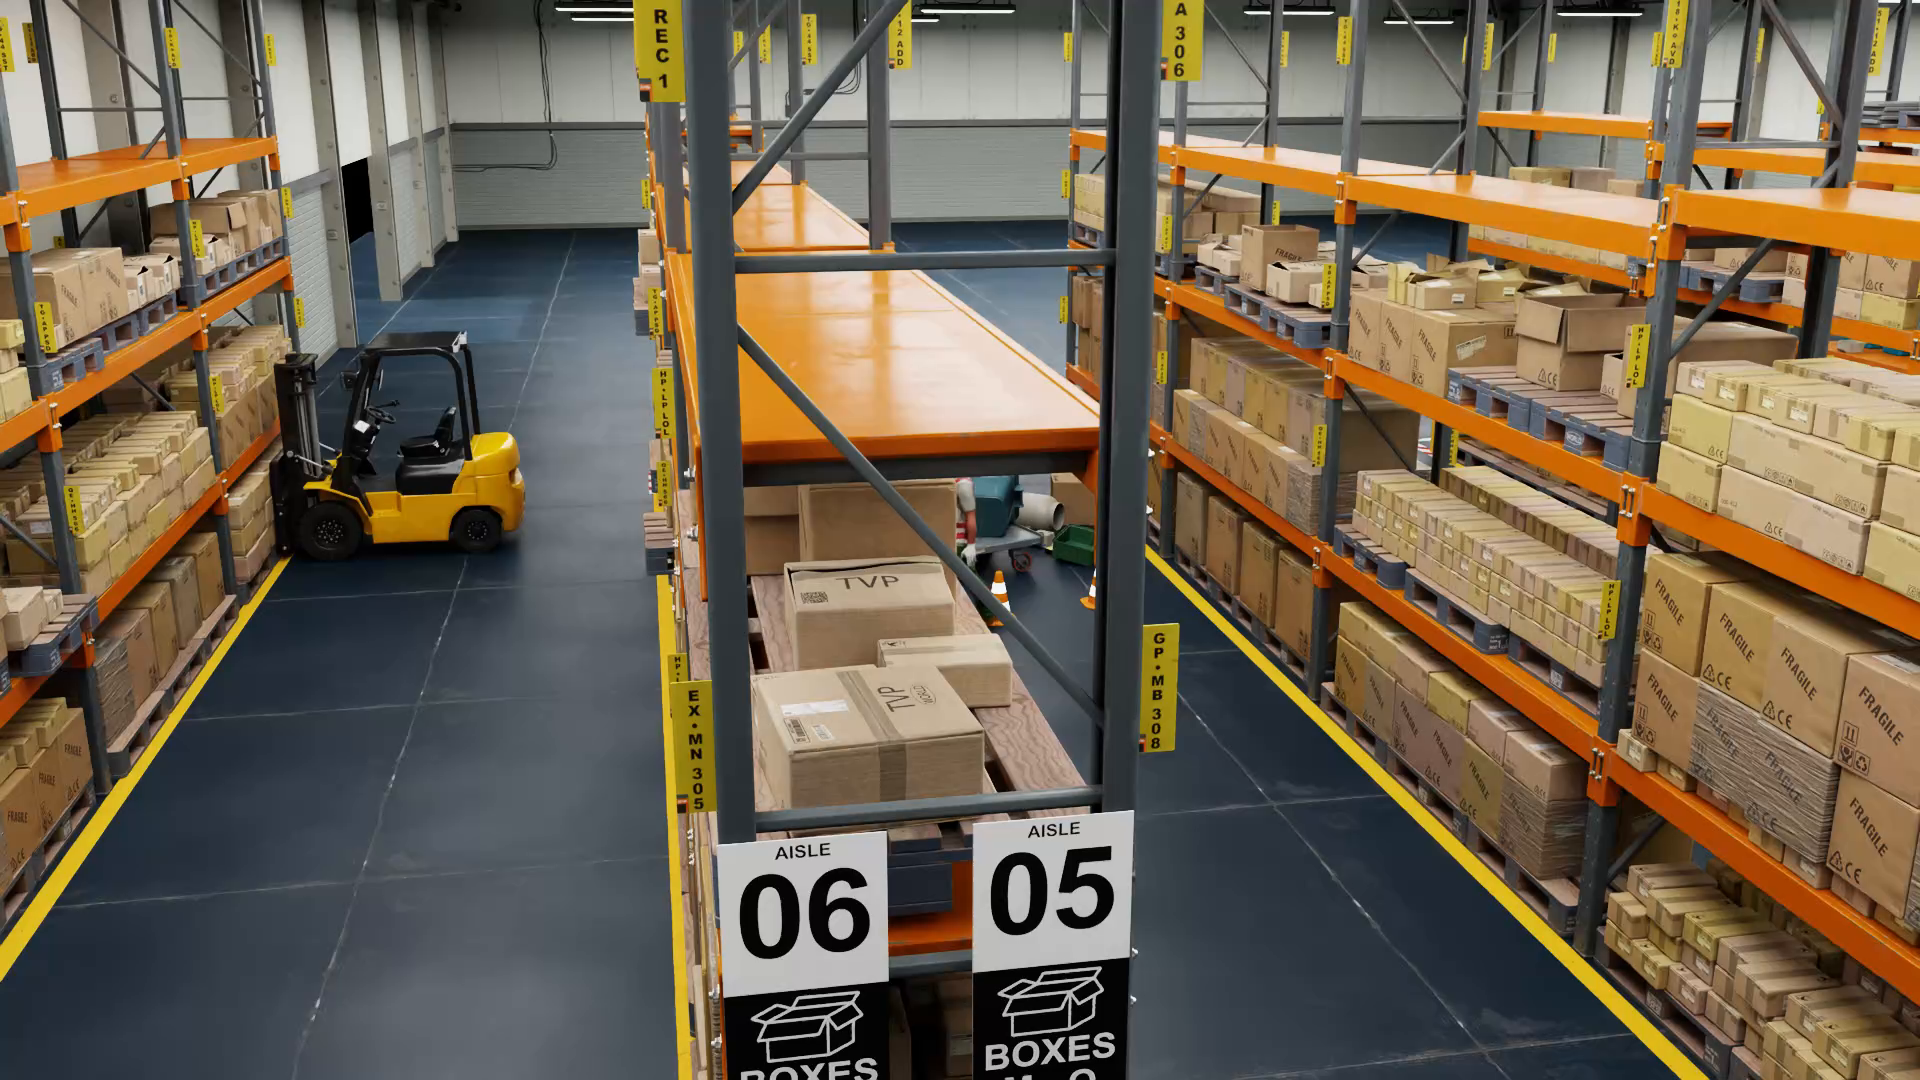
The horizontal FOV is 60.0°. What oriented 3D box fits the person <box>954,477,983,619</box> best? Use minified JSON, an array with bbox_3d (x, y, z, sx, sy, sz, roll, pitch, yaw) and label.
[{"bbox_3d":[-0.054,0.005,14.507,0.602,1.781,0.586,-3,16,-11],"label":"person"}]
